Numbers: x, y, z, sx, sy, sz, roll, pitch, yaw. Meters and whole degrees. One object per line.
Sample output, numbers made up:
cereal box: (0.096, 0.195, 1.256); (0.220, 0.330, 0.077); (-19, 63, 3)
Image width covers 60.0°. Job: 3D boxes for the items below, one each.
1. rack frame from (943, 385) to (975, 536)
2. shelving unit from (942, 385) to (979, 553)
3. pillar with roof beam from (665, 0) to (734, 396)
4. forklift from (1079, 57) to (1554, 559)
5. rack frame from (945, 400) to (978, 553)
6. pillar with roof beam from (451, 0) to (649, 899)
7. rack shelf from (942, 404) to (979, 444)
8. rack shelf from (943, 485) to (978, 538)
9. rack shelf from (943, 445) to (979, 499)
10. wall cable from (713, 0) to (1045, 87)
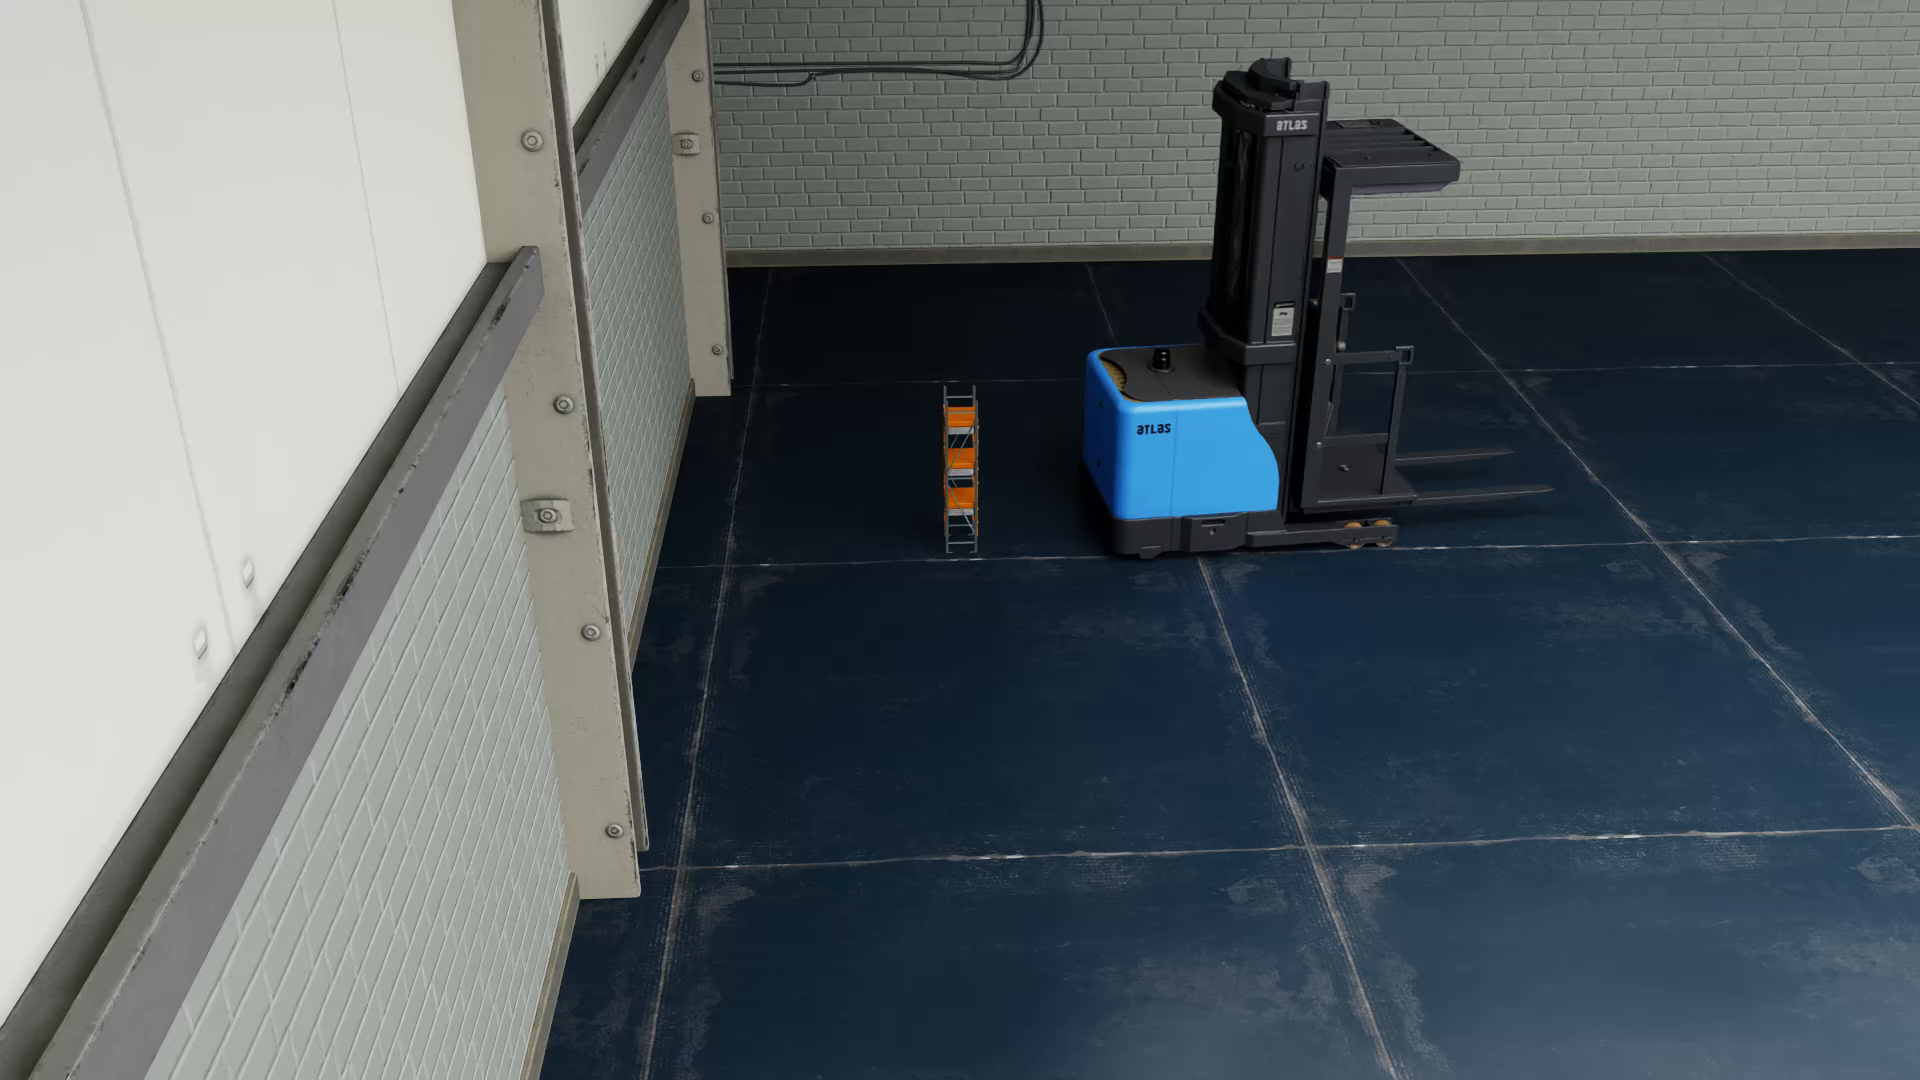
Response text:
rack frame: (-0.004, -0.497, 10.630); (0.200, 1.050, 0.008); (-1, 28, -3)
shelving unit: (0.003, -0.441, 10.522); (0.215, 1.050, 0.252); (-1, 28, -3)
pillar with roof beam: (2.345, -5.309, 11.259); (9.100, 9.000, 0.400); (-1, 28, -3)
forklift: (2.373, -1.482, 10.484); (3.031, 2.935, 1.130); (-4, 28, -8)
rack frame: (0.009, -0.384, 10.414); (0.200, 1.050, 0.008); (-1, 28, -3)
pillar with roof beam: (2.658, -2.538, 5.947); (9.100, 9.000, 0.400); (-1, 28, -3)
rack shelf: (0.003, -0.683, 10.396); (0.215, 0.259, 0.240); (-1, 28, -3)
rack shelf: (0.003, -0.185, 10.655); (0.215, 0.259, 0.240); (-1, 28, -3)
rack shelf: (0.003, -0.431, 10.527); (0.215, 0.259, 0.240); (-1, 28, -3)
wall cable: (-0.787, -5.220, 14.448); (3.097, 2.526, 0.112); (-1, 28, -3)
